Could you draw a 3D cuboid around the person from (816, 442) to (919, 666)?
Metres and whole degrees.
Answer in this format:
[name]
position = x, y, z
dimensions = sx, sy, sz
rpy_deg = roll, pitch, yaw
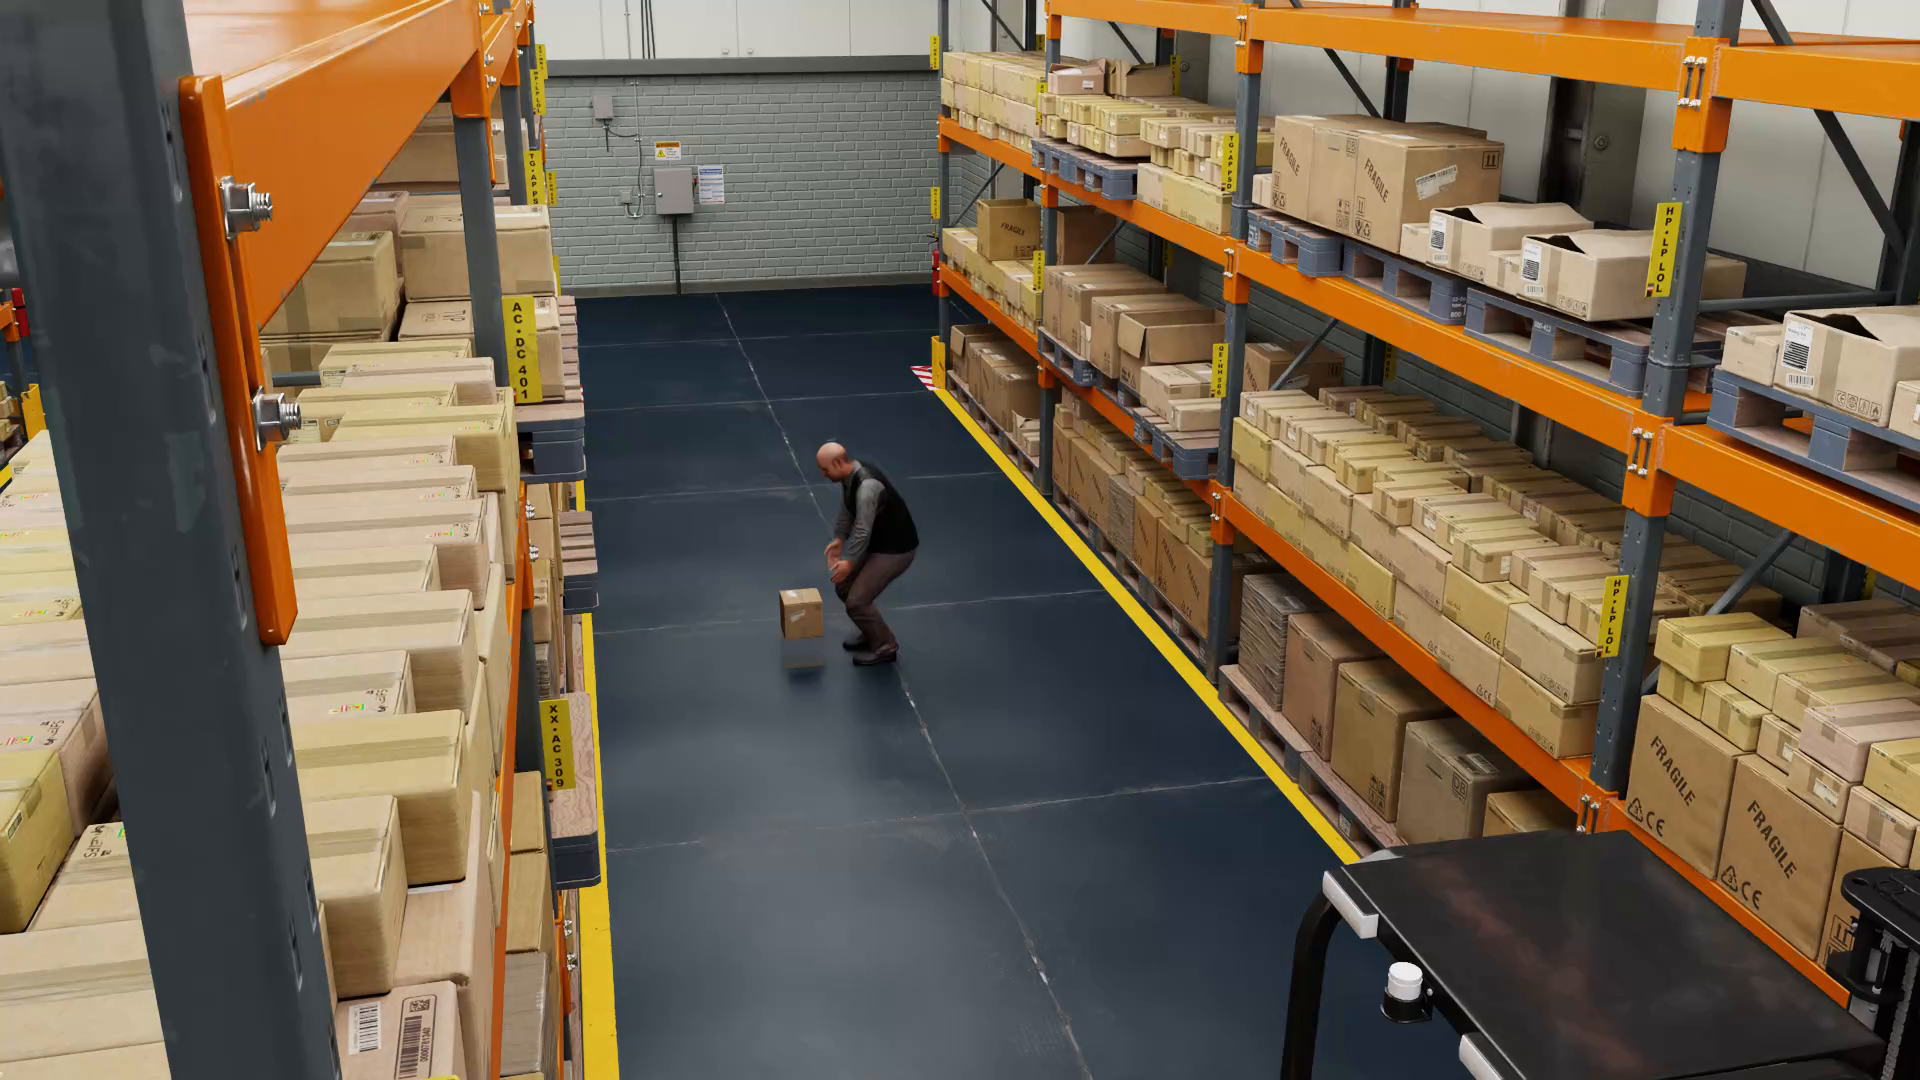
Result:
[person]
position = -0.603, 0.071, 10.768
dimensions = 0.624, 1.488, 0.589
rpy_deg = -4, 20, -12
